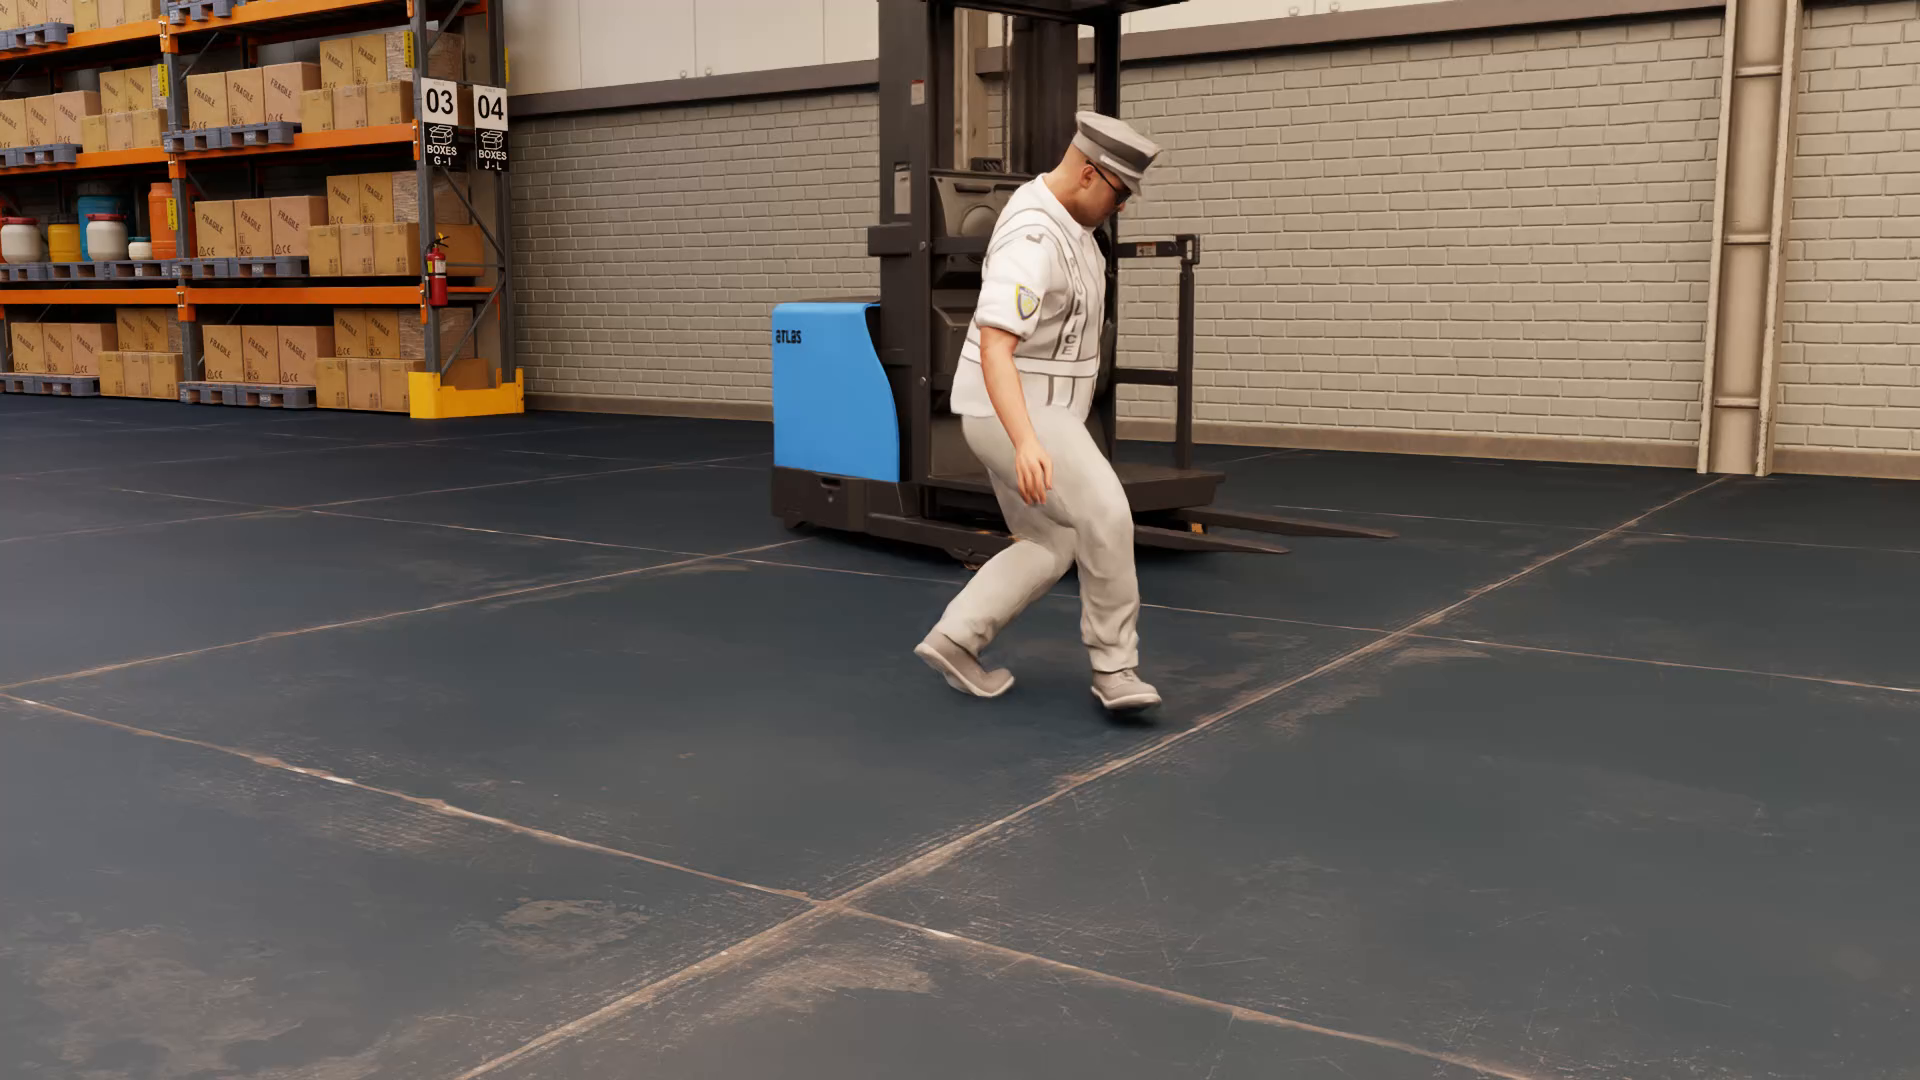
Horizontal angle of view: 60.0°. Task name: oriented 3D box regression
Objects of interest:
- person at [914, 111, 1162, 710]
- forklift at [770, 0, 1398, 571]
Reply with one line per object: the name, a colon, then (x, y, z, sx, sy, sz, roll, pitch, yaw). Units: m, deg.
person: (0.257, -0.359, 4.613, 0.693, 1.581, 1.210, 2, 8, 11)
forklift: (0.412, -1.383, 6.922, 1.130, 2.935, 3.031, -6, 10, -38)
